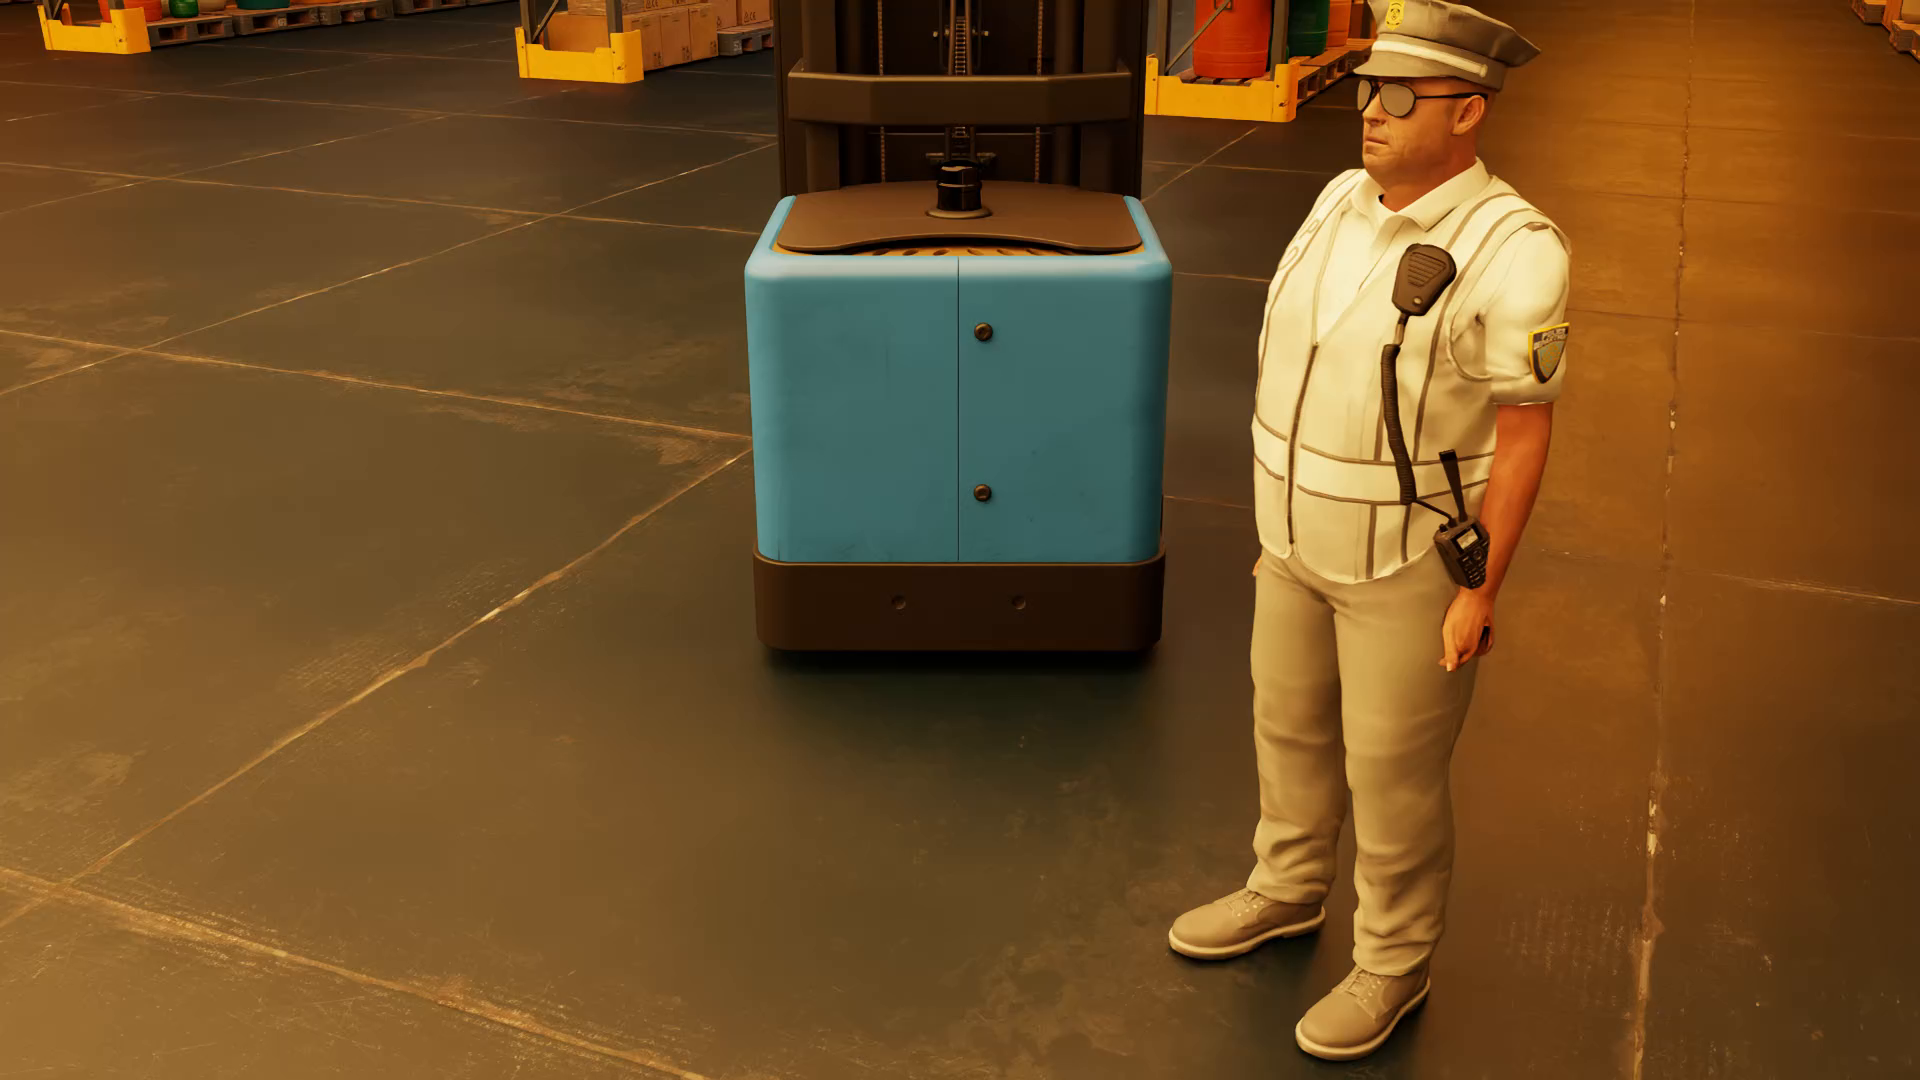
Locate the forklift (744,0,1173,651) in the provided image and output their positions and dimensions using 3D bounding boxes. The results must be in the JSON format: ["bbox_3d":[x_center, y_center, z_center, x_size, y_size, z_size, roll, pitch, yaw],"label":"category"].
[{"bbox_3d":[0.002,-1.587,5.089,1.130,2.935,3.031,0,23,0],"label":"forklift"}]
